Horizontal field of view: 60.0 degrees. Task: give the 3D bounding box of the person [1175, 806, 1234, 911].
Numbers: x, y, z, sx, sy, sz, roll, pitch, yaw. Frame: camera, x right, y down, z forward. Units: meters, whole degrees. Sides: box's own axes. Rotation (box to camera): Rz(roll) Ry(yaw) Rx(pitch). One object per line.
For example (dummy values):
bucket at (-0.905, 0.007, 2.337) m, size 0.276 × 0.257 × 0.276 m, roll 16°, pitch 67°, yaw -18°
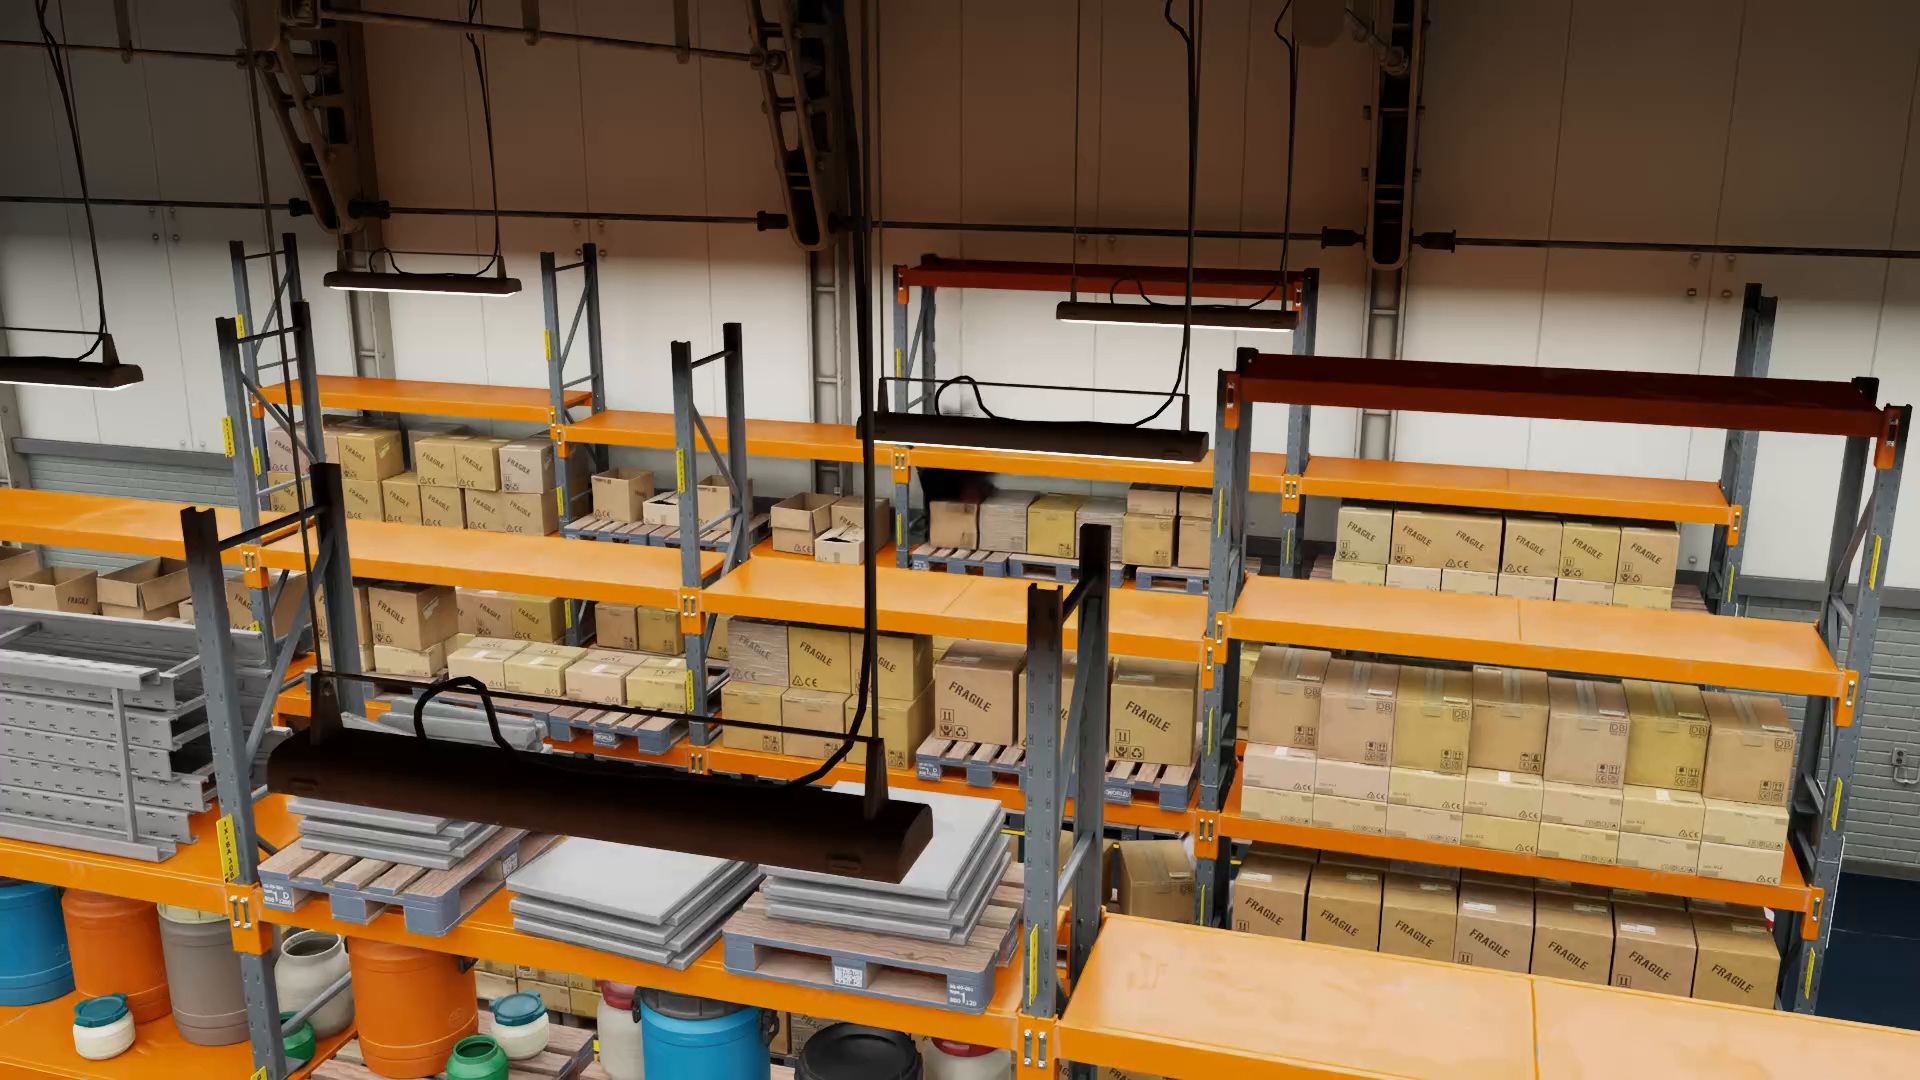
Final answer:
person at (2.320, 2.748, 15.577) m, size 0.700 × 1.593 × 0.733 m, roll 5°, pitch 17°, yaw 17°
